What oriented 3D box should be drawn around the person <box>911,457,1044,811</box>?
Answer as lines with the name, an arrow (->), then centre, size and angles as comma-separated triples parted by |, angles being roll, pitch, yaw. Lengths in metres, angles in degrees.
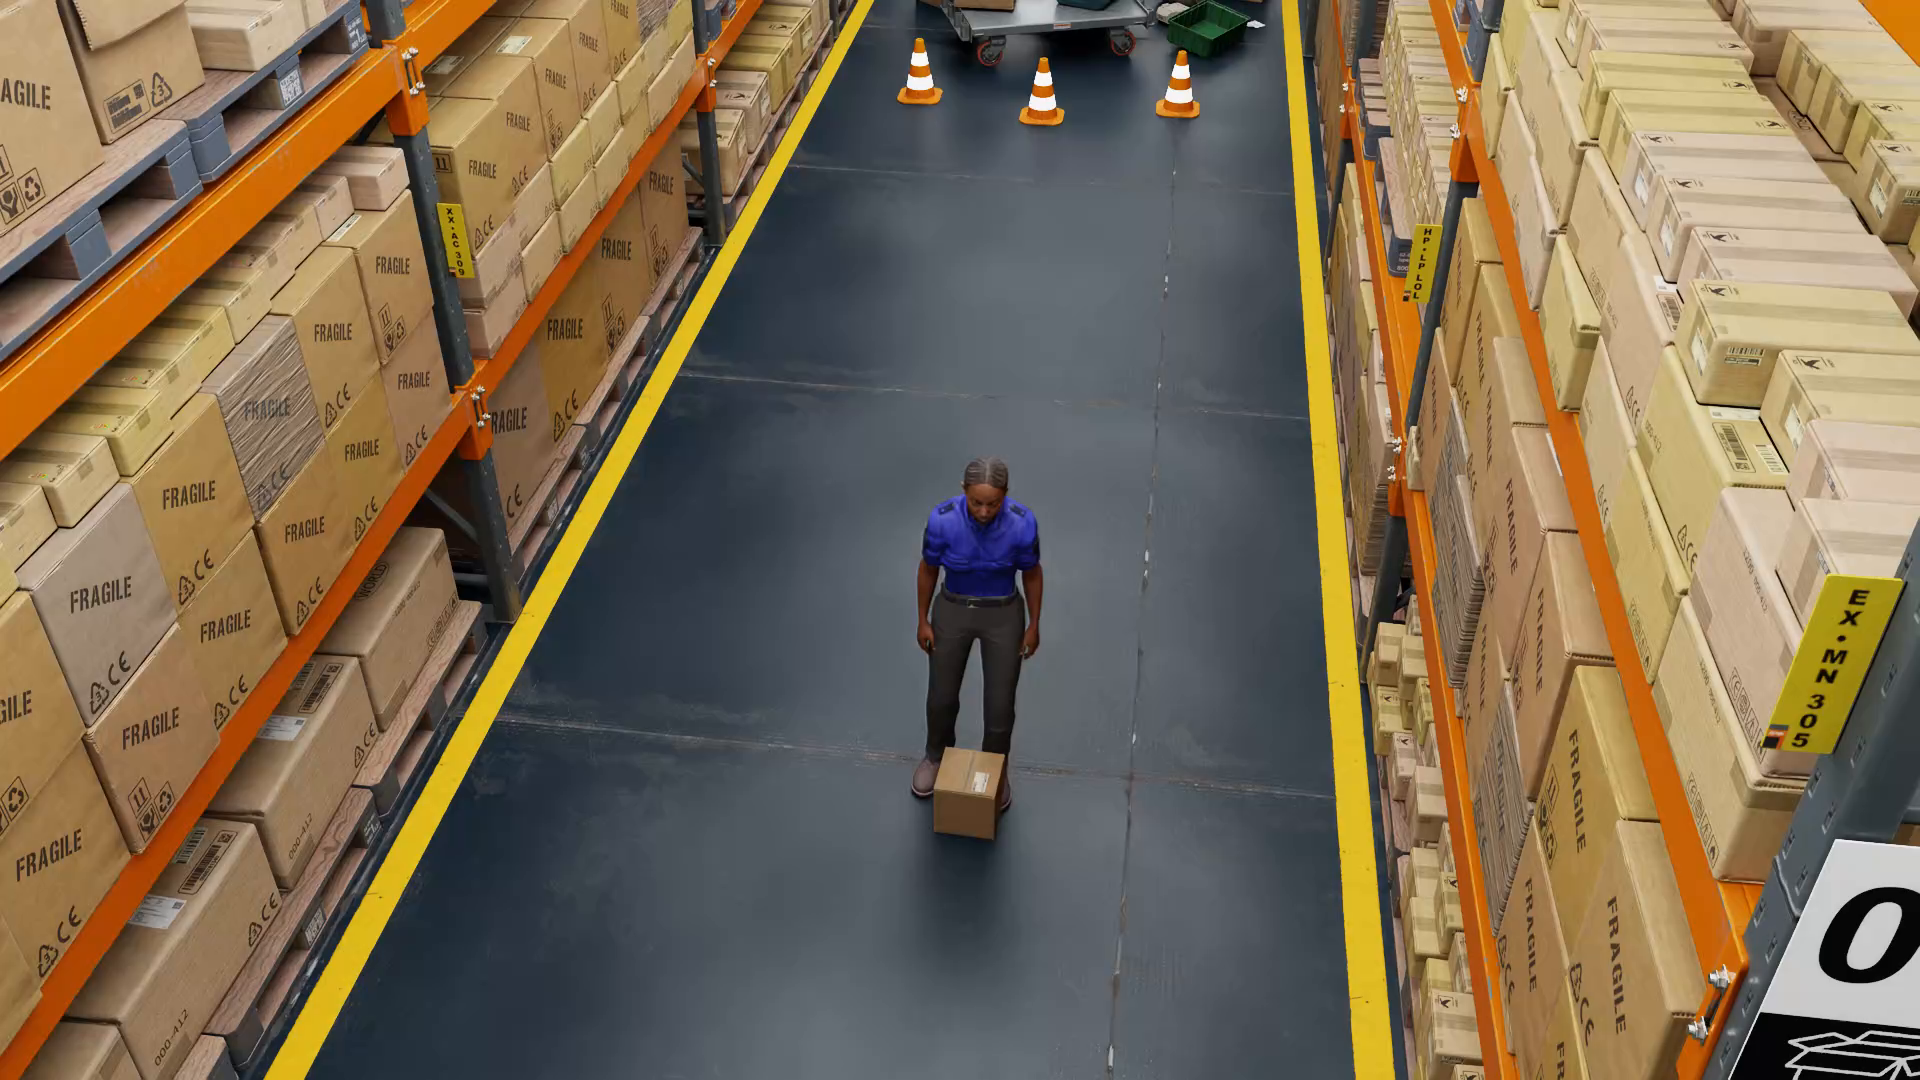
person -> 0.061, 0.348, 6.570 | 0.526, 1.653, 0.403 | 2, 36, 3
